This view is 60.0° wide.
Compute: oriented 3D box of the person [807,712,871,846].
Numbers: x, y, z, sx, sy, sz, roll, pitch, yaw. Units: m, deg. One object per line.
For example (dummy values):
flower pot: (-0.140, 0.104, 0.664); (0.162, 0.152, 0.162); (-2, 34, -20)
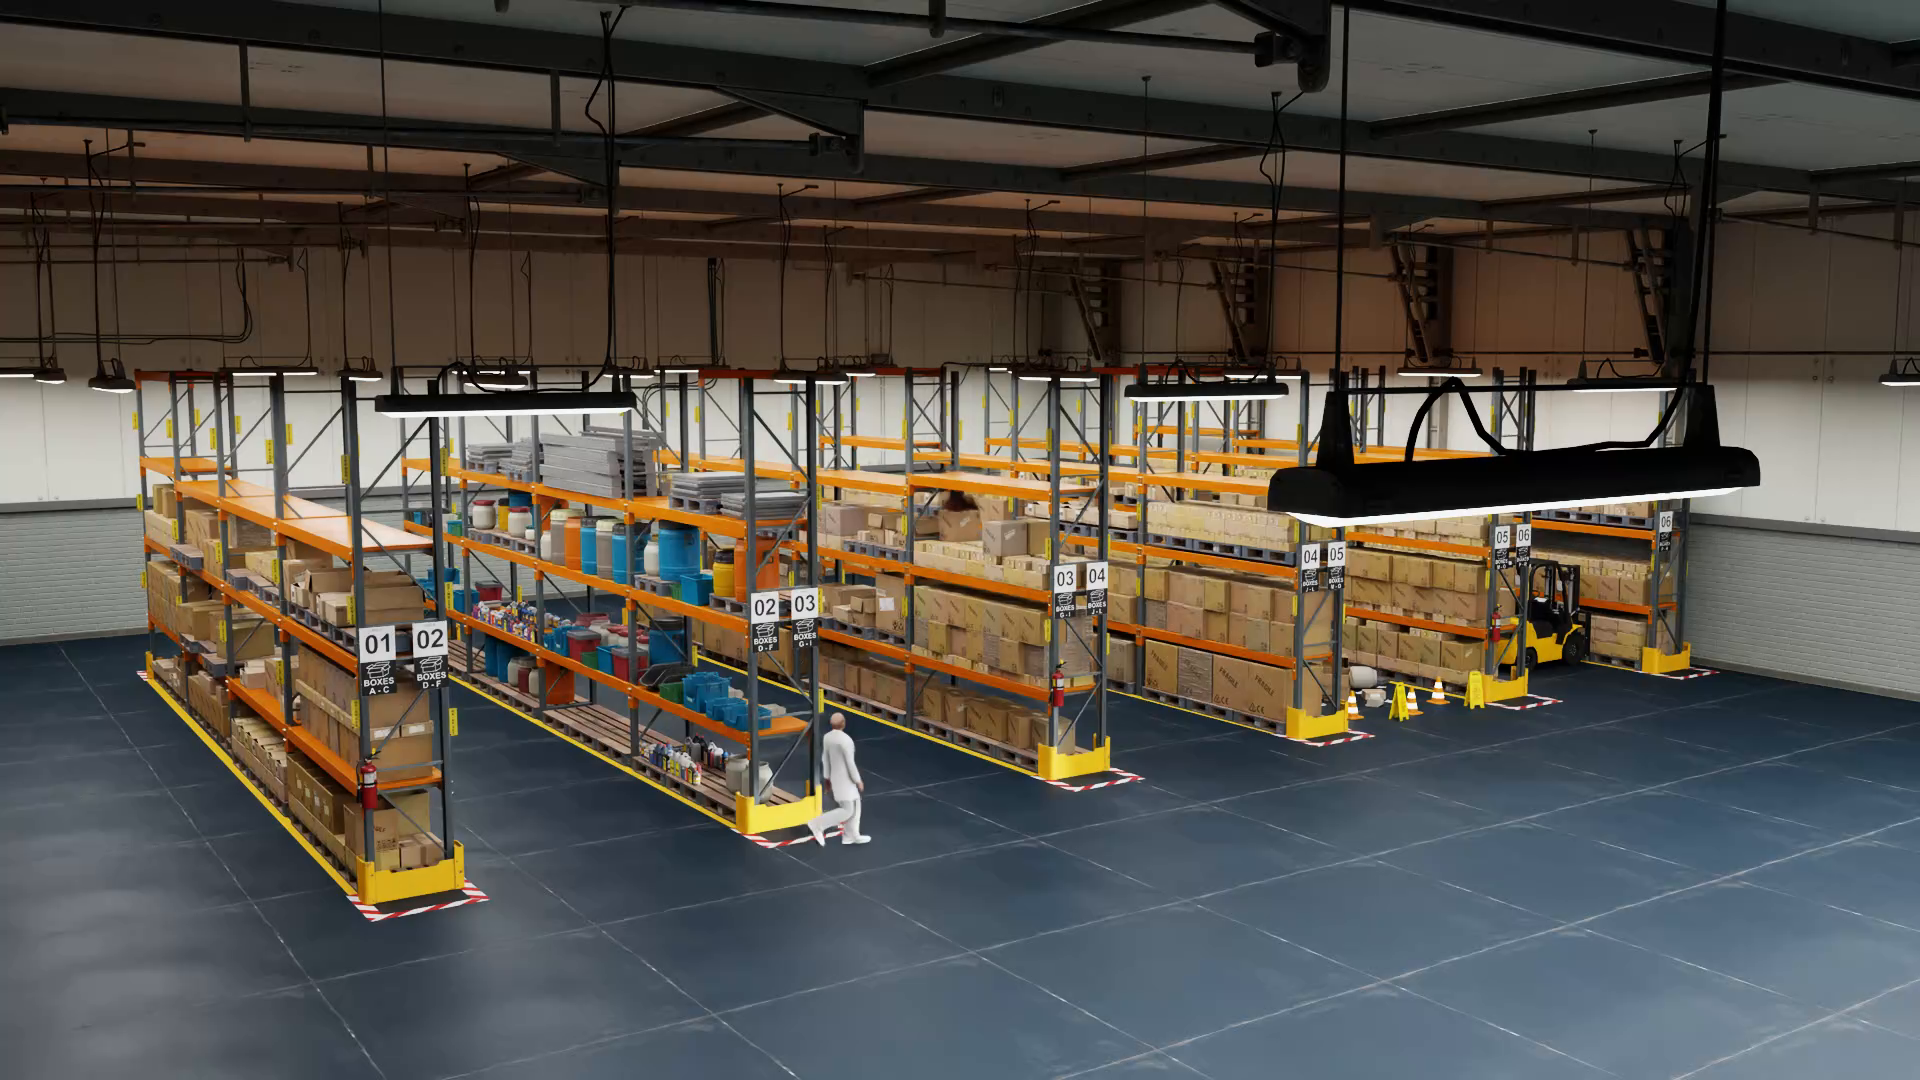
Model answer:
person: (-1.550, 3.059, 21.251); (0.832, 1.738, 0.531); (-1, 7, -9)

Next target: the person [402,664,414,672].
person: (-9.793, 2.057, 30.009); (0.632, 1.729, 1.060); (-5, 8, -36)

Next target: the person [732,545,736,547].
person: (-5.519, 0.923, 40.691); (0.526, 1.642, 0.963); (-3, 7, -28)
